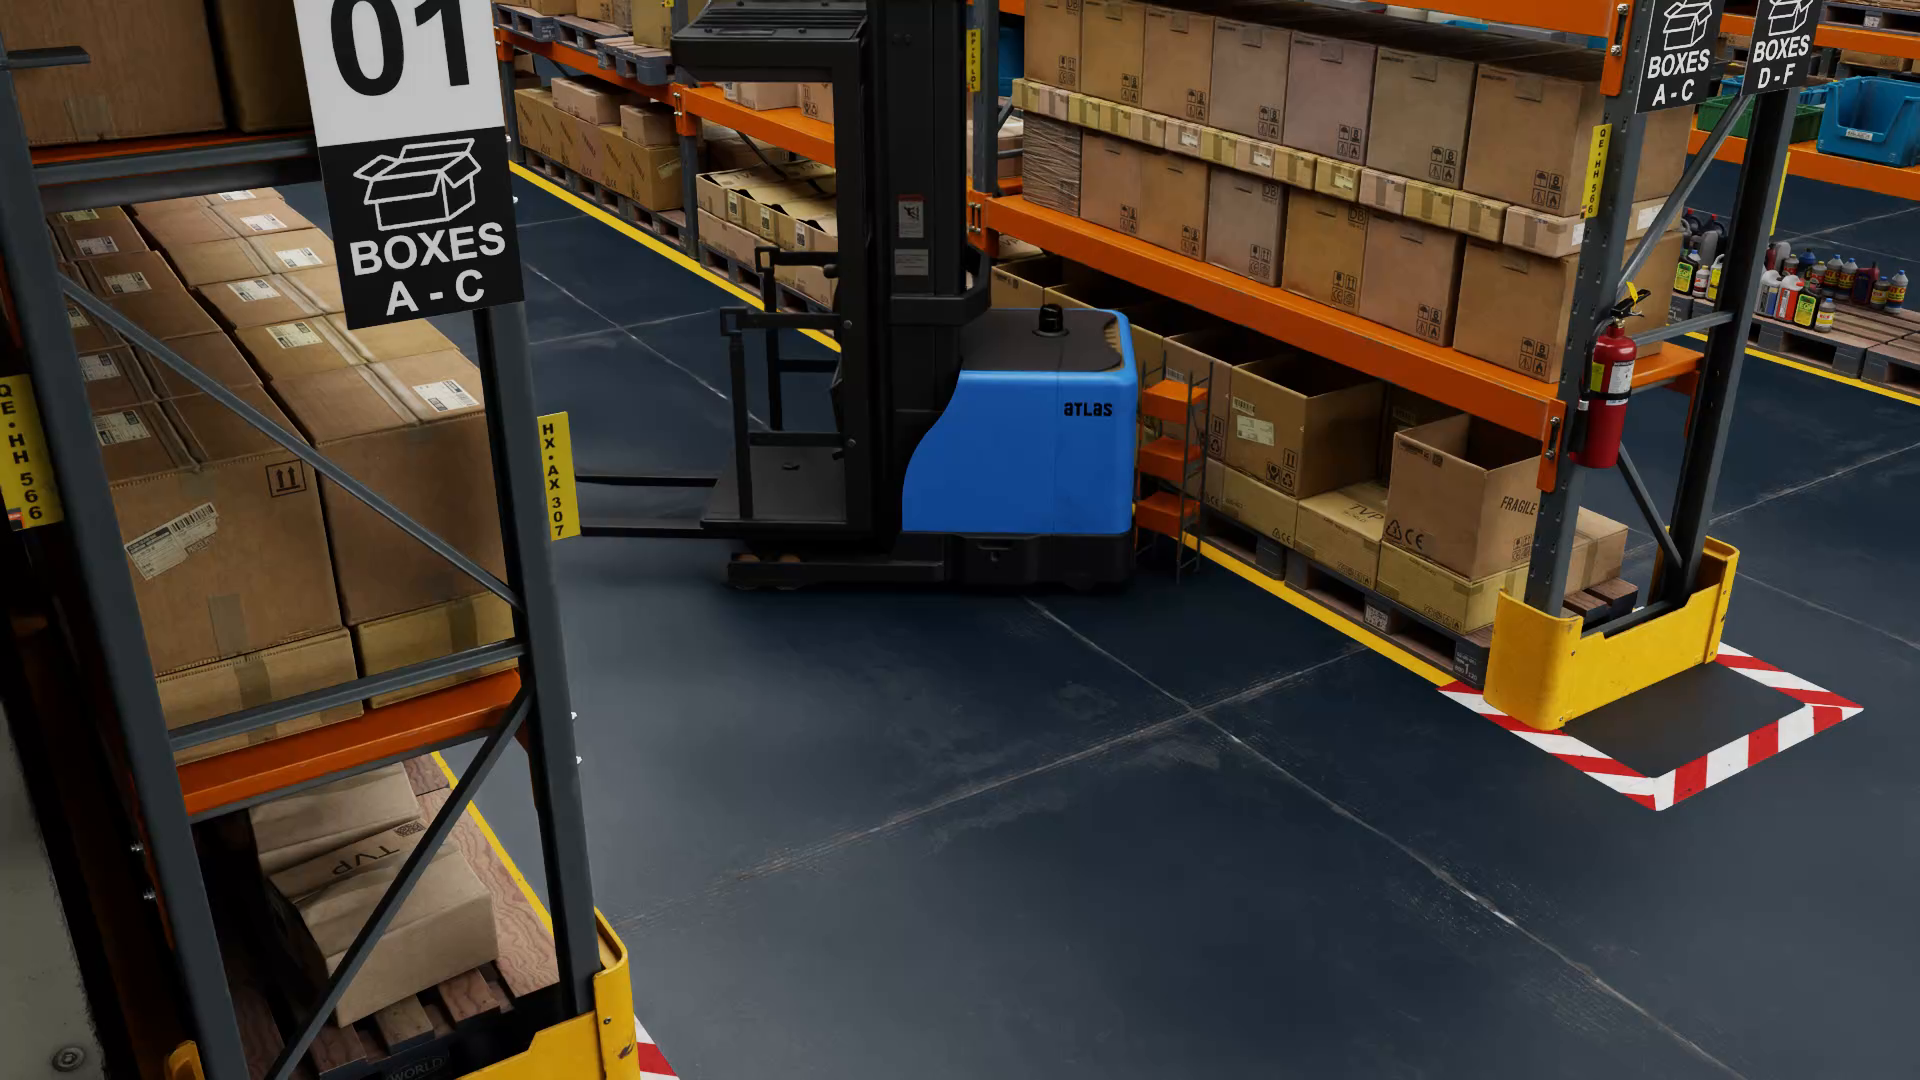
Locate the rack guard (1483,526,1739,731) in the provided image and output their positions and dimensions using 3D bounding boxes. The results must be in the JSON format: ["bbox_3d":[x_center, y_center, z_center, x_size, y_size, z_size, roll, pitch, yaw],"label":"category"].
[{"bbox_3d":[2.718,0.350,6.933,1.175,0.500,0.348,-16,29,-30],"label":"rack guard"}]

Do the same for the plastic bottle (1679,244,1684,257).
[{"bbox_3d":[4.870,-1.921,11.403,0.144,0.351,0.185,-17,30,-32],"label":"plastic bottle"}]

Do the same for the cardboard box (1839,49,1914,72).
[{"bbox_3d":[11.108,-6.011,19.623,1.050,0.750,0.750,-16,30,-30],"label":"cardboard box"}]

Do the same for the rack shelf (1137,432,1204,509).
[{"bbox_3d":[0.985,-0.324,7.741,0.240,0.259,0.215,18,31,33],"label":"rack shelf"}]

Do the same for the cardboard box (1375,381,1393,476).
[{"bbox_3d":[2.040,-0.672,8.021,0.500,0.500,0.500,-16,29,-30],"label":"cardboard box"}]

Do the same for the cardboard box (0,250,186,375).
[{"bbox_3d":[-2.706,-0.579,5.246,0.500,0.500,0.500,-15,29,-29],"label":"cardboard box"}]

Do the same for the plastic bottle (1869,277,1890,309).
[{"bbox_3d":[6.072,-1.633,10.969,0.097,0.201,0.097,0,25,0],"label":"plastic bottle"}]

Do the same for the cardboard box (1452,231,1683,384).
[{"bbox_3d":[2.461,-1.004,6.756,0.700,0.500,0.500,-16,29,-30],"label":"cardboard box"}]

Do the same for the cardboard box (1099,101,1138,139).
[{"bbox_3d":[0.930,-2.142,8.406,0.380,0.149,0.250,-16,30,-30],"label":"cardboard box"}]

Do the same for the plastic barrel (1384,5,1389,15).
[{"bbox_3d":[3.460,-4.385,13.904,0.421,0.512,0.421,0,25,0],"label":"plastic barrel"}]

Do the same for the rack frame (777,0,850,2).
[{"bbox_3d":[-1.877,-7.665,20.982,1.000,3.000,0.127,-16,29,-30],"label":"rack frame"}]

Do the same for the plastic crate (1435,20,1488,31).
[{"bbox_3d":[3.811,-3.687,12.576,0.392,0.384,0.575,-16,29,-30],"label":"plastic crate"}]

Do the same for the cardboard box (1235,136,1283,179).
[{"bbox_3d":[1.488,-1.774,7.627,0.380,0.149,0.250,-16,30,-30],"label":"cardboard box"}]

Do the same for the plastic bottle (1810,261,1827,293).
[{"bbox_3d":[5.833,-1.790,11.301,0.097,0.201,0.097,0,25,0],"label":"plastic bottle"}]

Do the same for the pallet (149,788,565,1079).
[{"bbox_3d":[-1.899,1.302,5.255,1.003,0.211,1.213,-16,29,-30],"label":"pallet"}]

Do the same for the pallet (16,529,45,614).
[{"bbox_3d":[-4.053,-0.081,8.184,1.003,0.211,1.213,-16,29,-30],"label":"pallet"}]

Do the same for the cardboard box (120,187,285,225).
[{"bbox_3d":[-2.833,-1.070,6.287,0.500,0.500,0.500,-16,29,-30],"label":"cardboard box"}]

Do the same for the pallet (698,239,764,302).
[{"bbox_3d":[-1.246,-2.086,12.431,1.003,0.211,1.213,-16,29,-30],"label":"pallet"}]

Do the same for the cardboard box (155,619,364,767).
[{"bbox_3d":[-1.861,0.304,4.255,0.500,0.250,0.500,-15,29,-29],"label":"cardboard box"}]

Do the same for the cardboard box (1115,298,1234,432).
[{"bbox_3d":[1.058,-0.909,8.522,0.500,0.500,0.500,-16,29,-30],"label":"cardboard box"}]

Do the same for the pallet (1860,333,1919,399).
[{"bbox_3d":[6.337,-0.989,10.108,1.003,0.211,1.213,-16,29,-30],"label":"pallet"}]

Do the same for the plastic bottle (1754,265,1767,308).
[{"bbox_3d":[5.203,-1.702,10.940,0.144,0.351,0.185,-14,29,-27],"label":"plastic bottle"}]

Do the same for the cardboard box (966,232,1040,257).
[{"bbox_3d":[0.236,-1.806,10.644,0.500,0.311,0.500,-16,30,-30],"label":"cardboard box"}]

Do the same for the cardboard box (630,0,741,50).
[{"bbox_3d":[-2.100,-4.084,12.789,0.500,0.500,0.700,18,31,33],"label":"cardboard box"}]

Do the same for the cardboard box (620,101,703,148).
[{"bbox_3d":[-2.404,-3.357,13.392,0.500,0.250,0.500,-14,29,-28],"label":"cardboard box"}]

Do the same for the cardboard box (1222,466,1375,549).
[{"bbox_3d":[1.607,-0.213,7.926,0.500,0.250,0.500,-16,29,-30],"label":"cardboard box"}]

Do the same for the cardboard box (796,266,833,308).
[{"bbox_3d":[-0.779,-1.793,11.274,0.500,0.250,0.500,-15,29,-29],"label":"cardboard box"}]

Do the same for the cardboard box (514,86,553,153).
[{"bbox_3d":[-3.786,-3.920,15.462,0.500,0.500,0.500,-17,30,-32],"label":"cardboard box"}]

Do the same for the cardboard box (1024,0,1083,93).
[{"bbox_3d":[0.769,-2.694,8.817,0.700,0.500,0.500,-15,29,-29],"label":"cardboard box"}]

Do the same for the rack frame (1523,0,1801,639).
[{"bbox_3d":[2.705,-0.789,6.417,1.000,3.000,0.127,-16,29,-30],"label":"rack frame"}]

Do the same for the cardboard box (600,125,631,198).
[{"bbox_3d":[-2.652,-3.184,13.903,0.500,0.500,0.500,-17,30,-31],"label":"cardboard box"}]

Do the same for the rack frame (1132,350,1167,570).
[{"bbox_3d":[0.888,-0.366,7.803,0.008,1.050,0.200,18,31,33],"label":"rack frame"}]

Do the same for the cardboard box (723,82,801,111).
[{"bbox_3d":[-1.336,-3.245,11.724,0.500,0.311,0.500,-16,30,-30],"label":"cardboard box"}]

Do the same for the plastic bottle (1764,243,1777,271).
[{"bbox_3d":[5.544,-1.912,11.463,0.061,0.283,0.133,-16,29,-30],"label":"plastic bottle"}]

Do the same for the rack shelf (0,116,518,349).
[{"bbox_3d":[-2.535,-1.380,4.998,1.077,0.370,4.000,-16,29,-30],"label":"rack shelf"}]

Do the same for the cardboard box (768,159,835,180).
[{"bbox_3d":[-1.170,-2.720,12.581,0.500,0.311,0.500,-15,29,-28],"label":"cardboard box"}]

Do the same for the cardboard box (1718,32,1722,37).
[{"bbox_3d":[9.690,-6.683,21.340,0.500,0.500,0.500,-17,30,-32],"label":"cardboard box"}]

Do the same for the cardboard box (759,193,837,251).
[{"bbox_3d":[-1.052,-2.226,11.533,0.500,0.311,0.500,-16,30,-31],"label":"cardboard box"}]

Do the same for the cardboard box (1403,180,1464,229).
[{"bbox_3d":[2.053,-1.404,6.844,0.380,0.149,0.250,-16,30,-30],"label":"cardboard box"}]

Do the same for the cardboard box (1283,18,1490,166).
[{"bbox_3d":[1.864,-1.977,7.296,0.700,0.500,0.500,-15,29,-29],"label":"cardboard box"}]

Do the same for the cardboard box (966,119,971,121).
[{"bbox_3d":[-0.112,-2.430,10.052,0.396,0.266,0.258,-16,30,-31],"label":"cardboard box"}]

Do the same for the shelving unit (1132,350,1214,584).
[{"bbox_3d":[0.985,-0.334,7.736,0.252,1.050,0.215,18,31,33],"label":"shelving unit"}]

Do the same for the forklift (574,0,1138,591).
[{"bbox_3d":[-0.695,-1.311,7.604,3.031,2.935,1.130,1,25,2],"label":"forklift"}]

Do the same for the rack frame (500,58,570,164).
[{"bbox_3d":[-3.846,-5.081,15.509,1.000,3.000,0.127,-16,29,-30],"label":"rack frame"}]

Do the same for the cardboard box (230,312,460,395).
[{"bbox_3d":[-1.714,-0.333,4.726,0.500,0.500,0.500,-15,29,-29],"label":"cardboard box"}]

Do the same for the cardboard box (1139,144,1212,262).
[{"bbox_3d":[1.333,-1.740,8.315,0.700,0.500,0.500,-15,29,-29],"label":"cardboard box"}]

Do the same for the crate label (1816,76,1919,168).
[{"bbox_3d":[5.626,-2.553,10.113,0.502,0.435,0.616,-16,29,-30],"label":"crate label"}]

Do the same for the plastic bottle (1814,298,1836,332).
[{"bbox_3d":[5.487,-1.430,10.538,0.097,0.201,0.097,0,25,0],"label":"plastic bottle"}]

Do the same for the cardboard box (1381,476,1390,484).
[{"bbox_3d":[2.323,-0.157,7.808,0.500,0.250,0.500,-16,29,-30],"label":"cardboard box"}]

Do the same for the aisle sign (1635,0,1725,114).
[{"bbox_3d":[2.495,-1.872,5.668,0.394,0.787,0.004,-16,29,-30],"label":"aisle sign"}]

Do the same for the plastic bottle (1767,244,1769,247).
[{"bbox_3d":[5.548,-2.026,11.626,0.144,0.351,0.185,-16,29,-30],"label":"plastic bottle"}]

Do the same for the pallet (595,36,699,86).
[{"bbox_3d":[-2.091,-3.790,12.999,1.213,0.211,1.003,-16,29,-30],"label":"pallet"}]

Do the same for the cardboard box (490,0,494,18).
[{"bbox_3d":[-4.334,-5.245,15.740,0.500,0.500,0.500,-15,29,-29],"label":"cardboard box"}]

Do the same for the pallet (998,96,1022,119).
[{"bbox_3d":[0.693,-4.687,17.942,1.003,0.211,1.213,-16,29,-30],"label":"pallet"}]

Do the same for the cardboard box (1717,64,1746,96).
[{"bbox_3d":[7.651,-4.394,16.468,0.700,0.500,0.500,-13,28,-25],"label":"cardboard box"}]

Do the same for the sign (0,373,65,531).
[{"bbox_3d":[-1.919,-0.177,3.396,0.100,0.325,0.005,-16,29,-30],"label":"sign"}]

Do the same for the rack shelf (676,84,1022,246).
[{"bbox_3d":[-0.570,-2.610,11.117,1.077,0.370,4.000,-16,29,-30],"label":"rack shelf"}]

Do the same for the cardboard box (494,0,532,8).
[{"bbox_3d":[-3.775,-5.094,14.929,0.500,0.500,0.700,18,31,33],"label":"cardboard box"}]

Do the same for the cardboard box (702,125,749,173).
[{"bbox_3d":[-1.962,-3.134,13.798,0.500,0.500,0.500,-17,30,-31],"label":"cardboard box"}]
